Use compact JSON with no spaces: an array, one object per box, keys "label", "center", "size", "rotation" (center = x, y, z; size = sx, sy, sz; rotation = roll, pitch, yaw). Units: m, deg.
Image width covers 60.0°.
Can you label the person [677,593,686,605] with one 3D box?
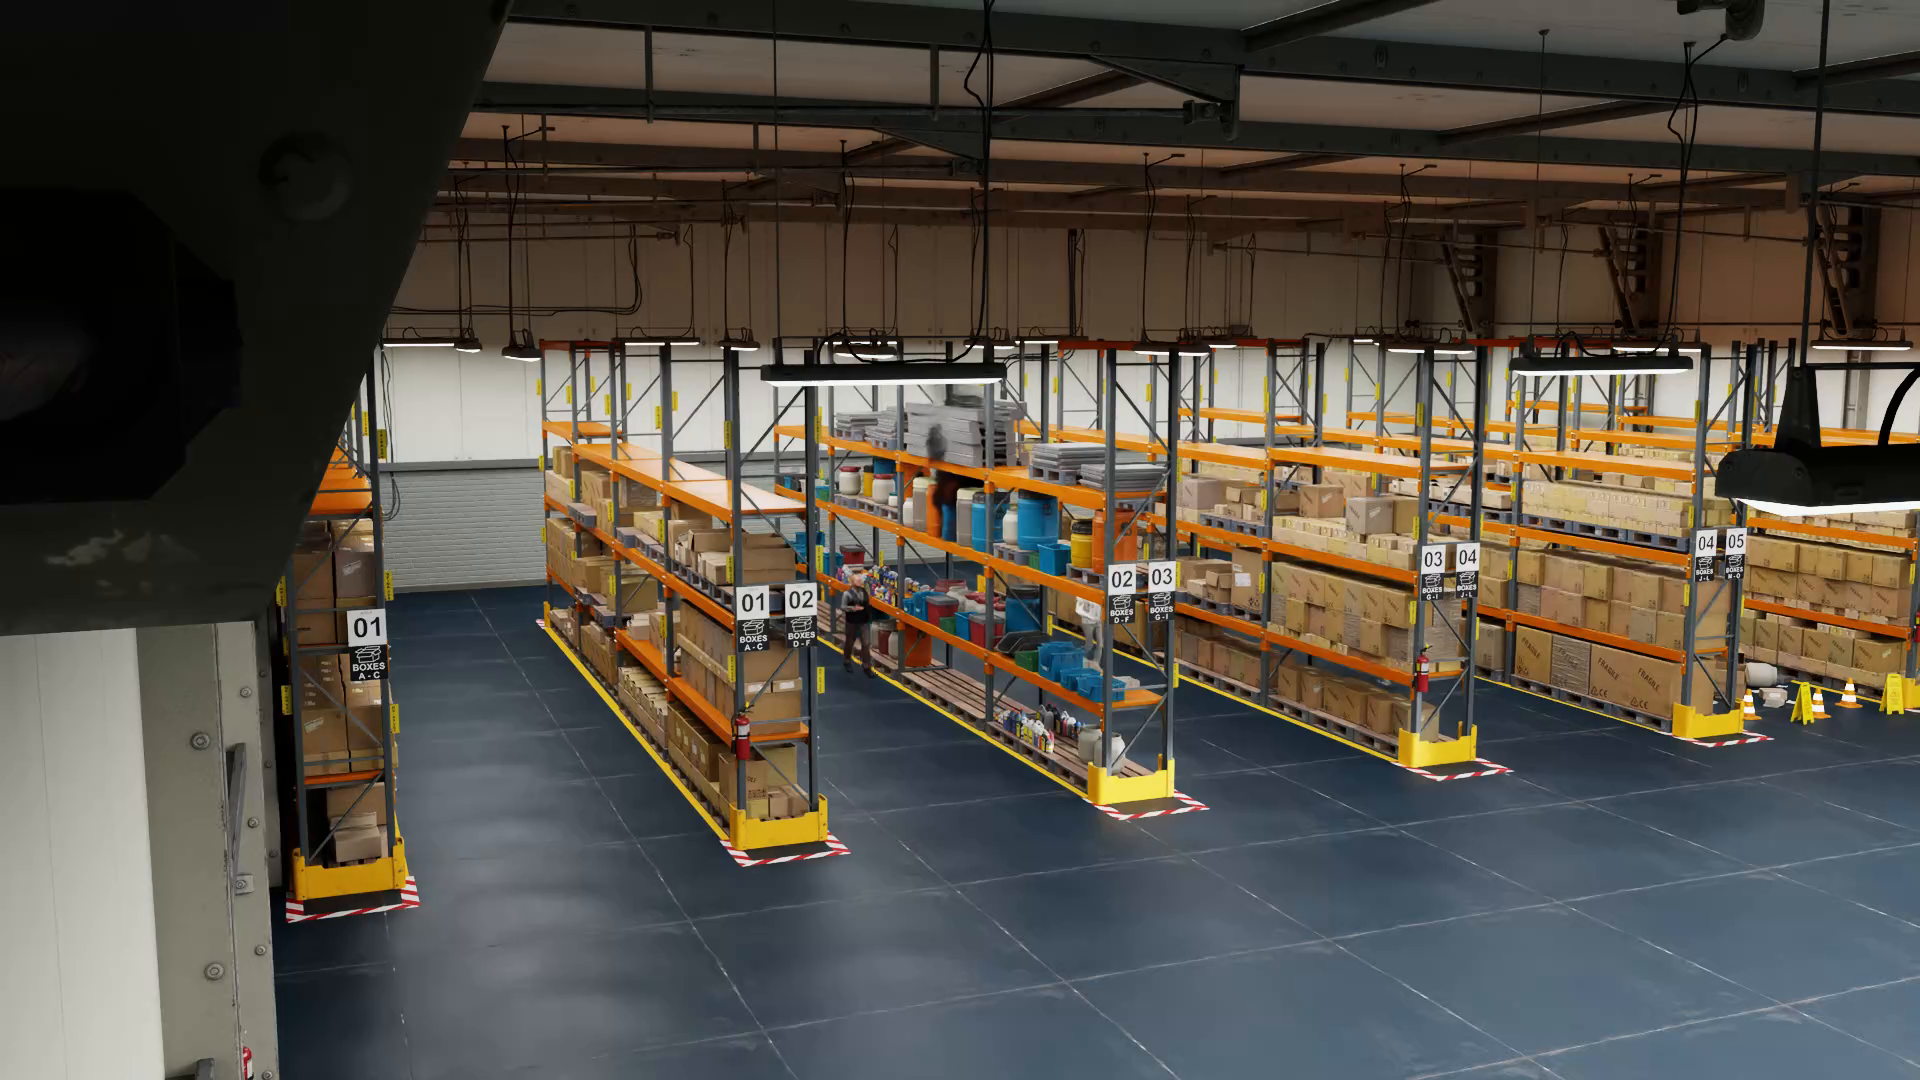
[{"label":"person","center":[-5.602,1.117,33.875],"size":[0.668,1.676,0.875],"rotation":[-3,8,-24]}]

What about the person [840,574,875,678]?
[{"label":"person","center":[-1.769,1.463,28.713],"size":[0.652,1.756,0.856],"rotation":[-4,8,-29]}]

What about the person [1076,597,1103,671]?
[{"label":"person","center":[2.297,1.453,28.947],"size":[0.625,1.665,0.658],"rotation":[-5,9,-34]}]

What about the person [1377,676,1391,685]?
[{"label":"person","center":[7.597,1.779,29.138],"size":[0.540,1.556,0.546],"rotation":[-6,10,-40]}]
